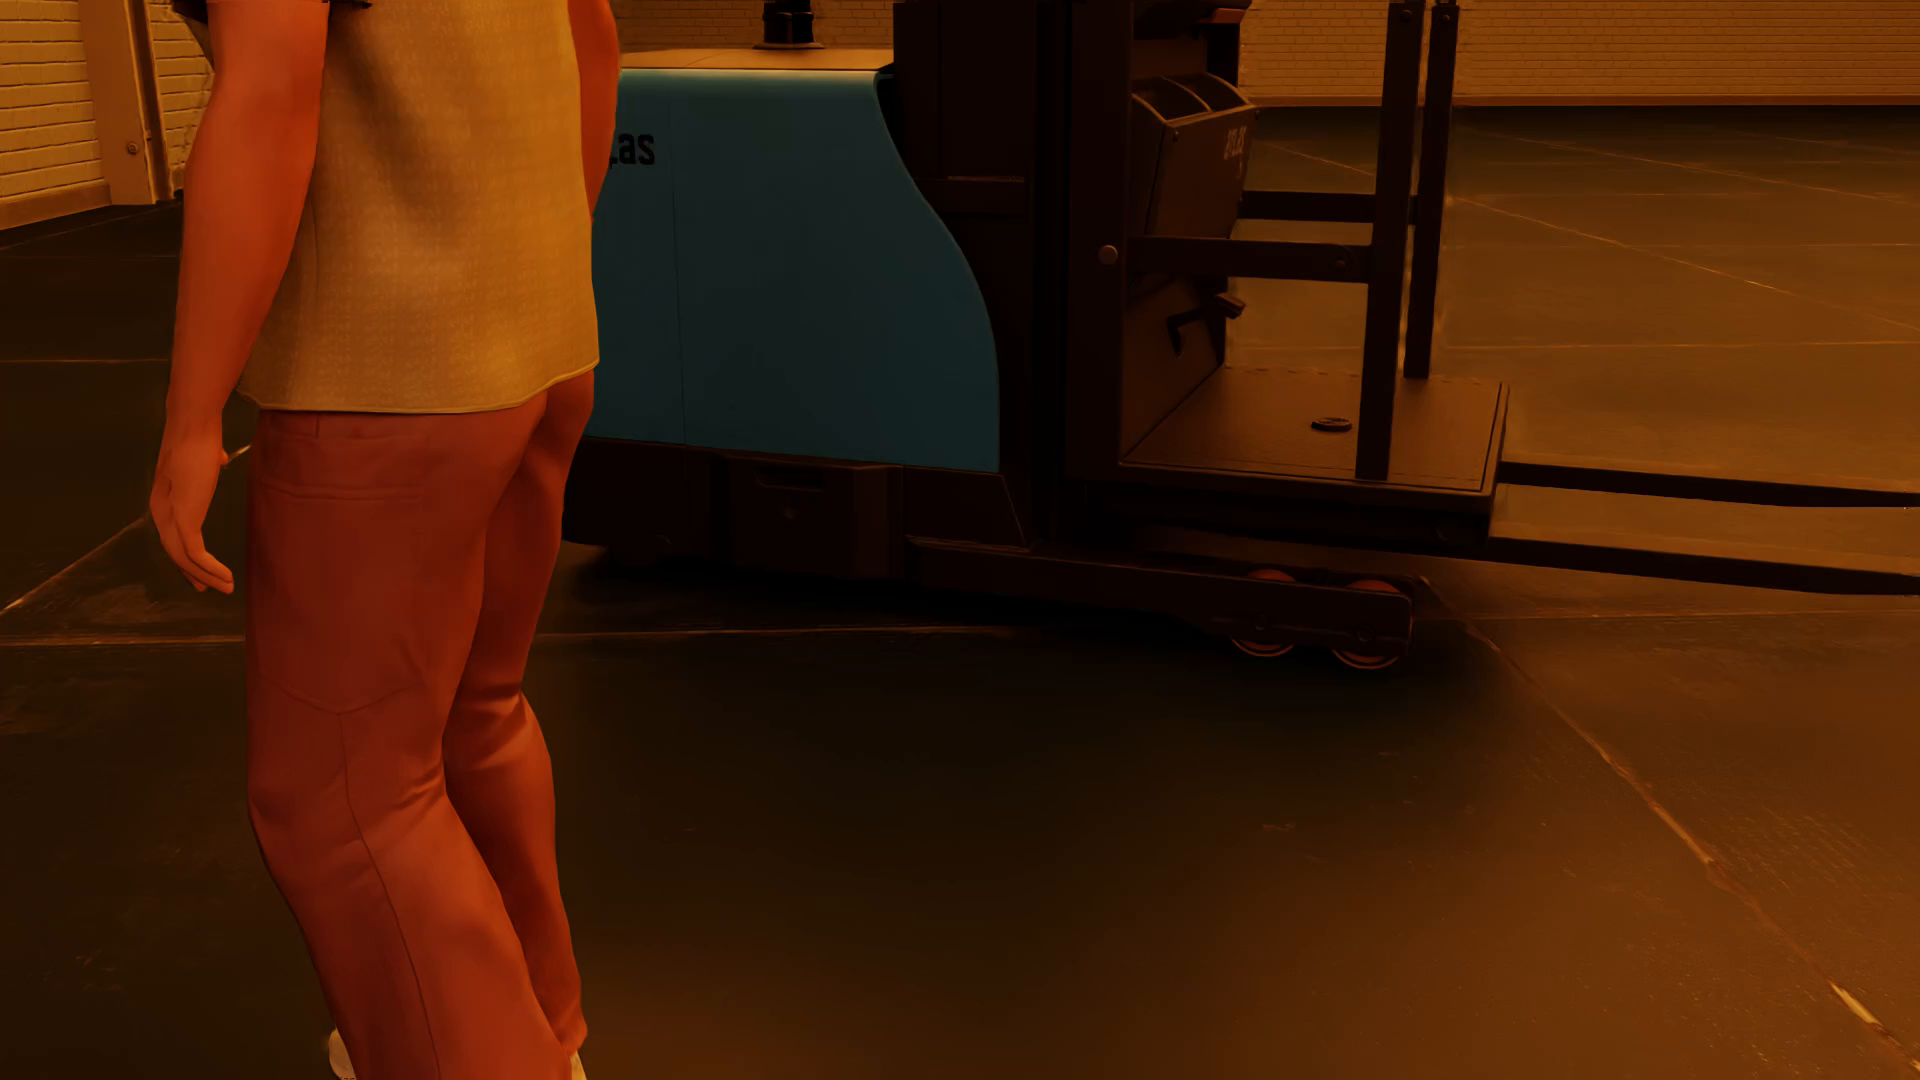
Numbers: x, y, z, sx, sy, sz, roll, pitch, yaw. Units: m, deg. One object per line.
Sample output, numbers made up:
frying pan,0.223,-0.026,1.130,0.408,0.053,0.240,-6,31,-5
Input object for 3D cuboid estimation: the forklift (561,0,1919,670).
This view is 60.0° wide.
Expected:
forklift,0.670,-1.333,3.265,3.031,2.935,1.130,6,18,18

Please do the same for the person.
person,-0.547,-0.132,1.505,0.417,1.666,0.605,3,17,11
